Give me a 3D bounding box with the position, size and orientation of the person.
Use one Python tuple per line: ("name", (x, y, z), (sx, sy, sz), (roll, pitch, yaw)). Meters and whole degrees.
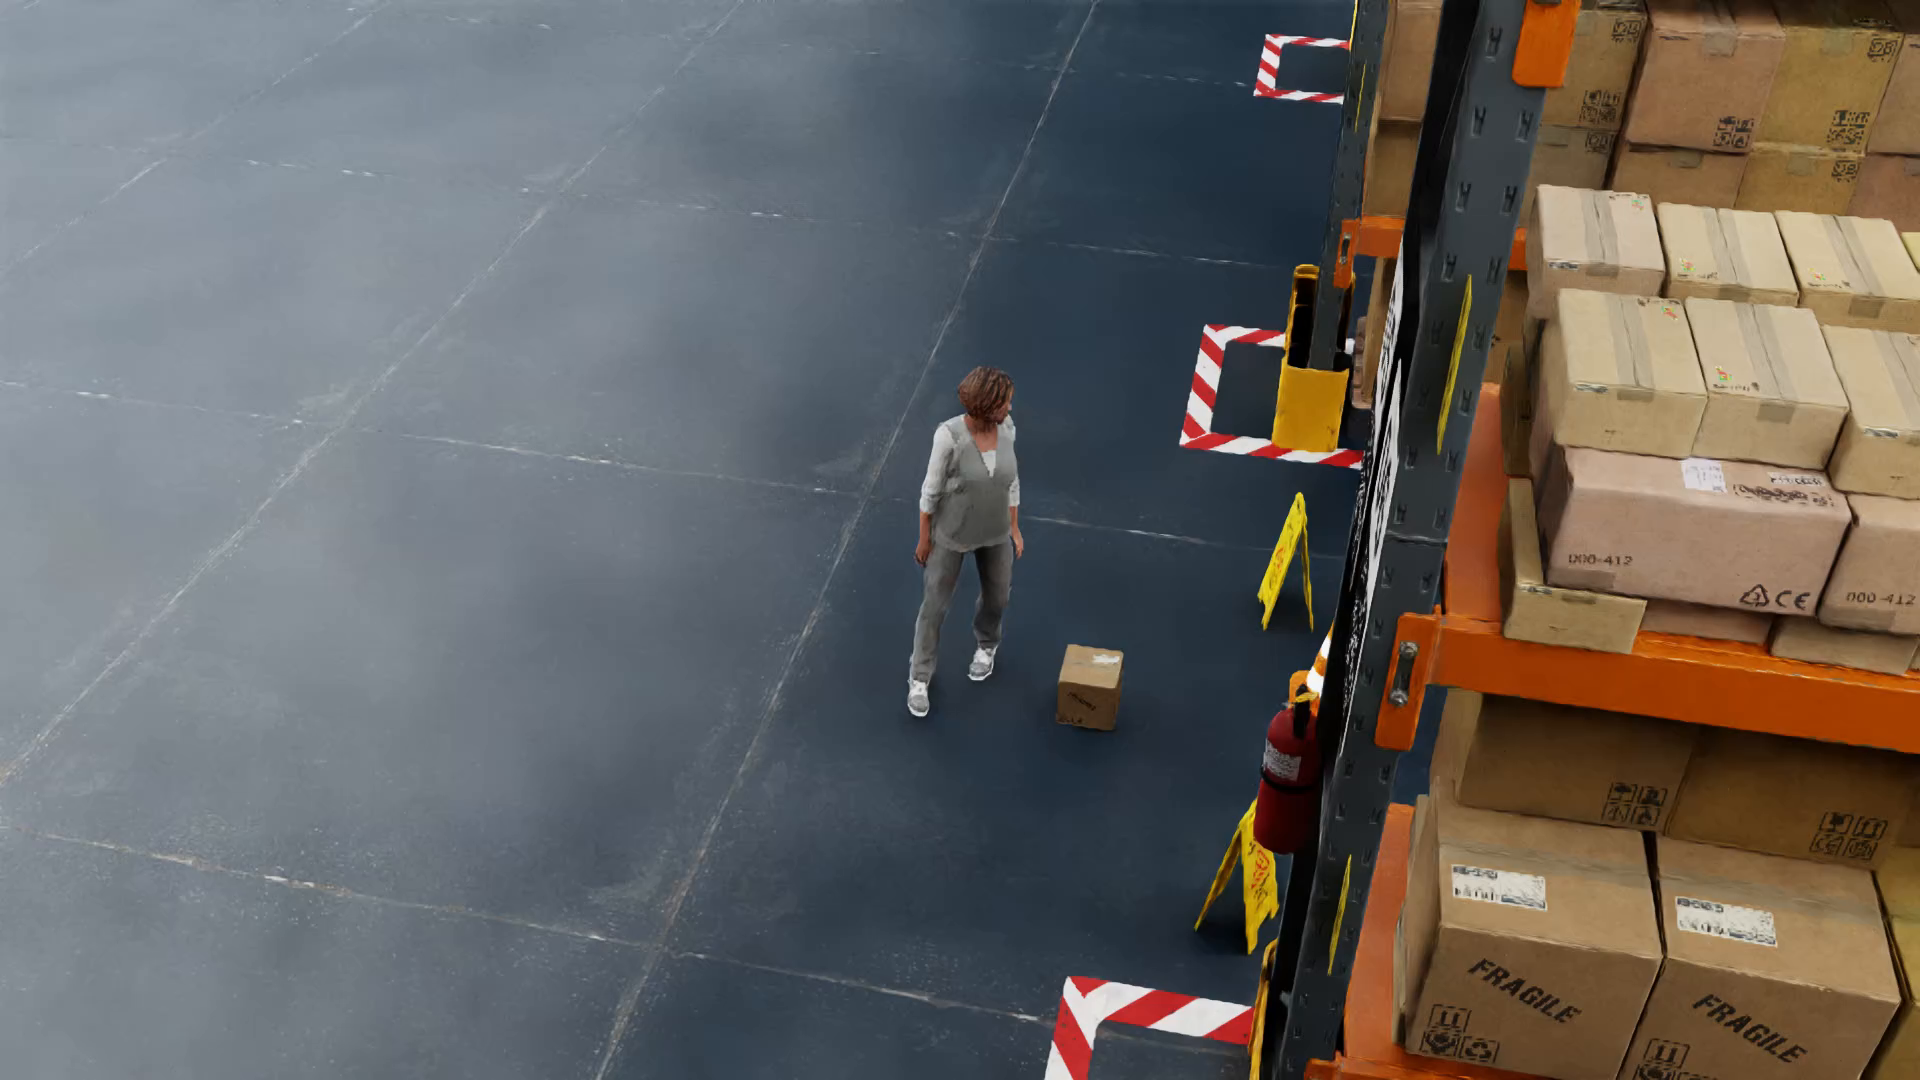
("person", (-0.003, 0.000, 6.983), (0.573, 1.594, 0.375), (-14, 39, -17))
